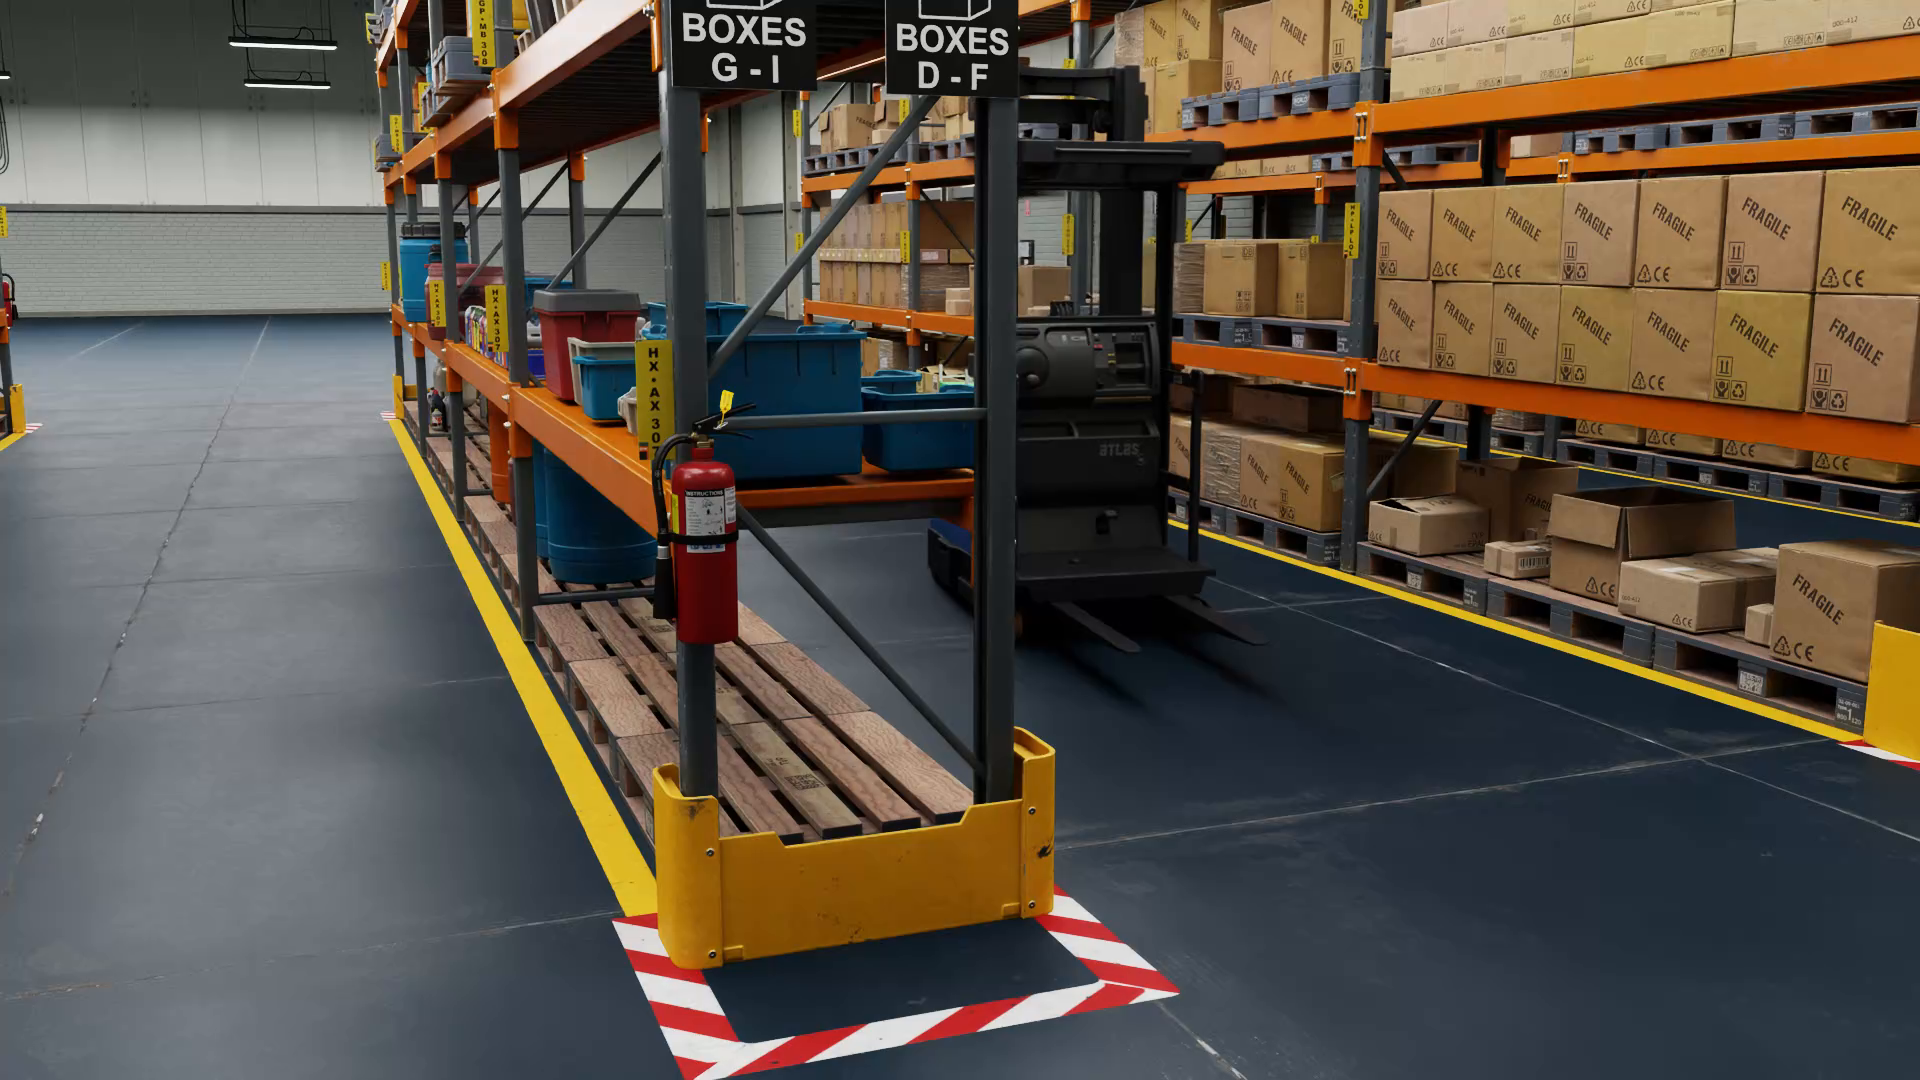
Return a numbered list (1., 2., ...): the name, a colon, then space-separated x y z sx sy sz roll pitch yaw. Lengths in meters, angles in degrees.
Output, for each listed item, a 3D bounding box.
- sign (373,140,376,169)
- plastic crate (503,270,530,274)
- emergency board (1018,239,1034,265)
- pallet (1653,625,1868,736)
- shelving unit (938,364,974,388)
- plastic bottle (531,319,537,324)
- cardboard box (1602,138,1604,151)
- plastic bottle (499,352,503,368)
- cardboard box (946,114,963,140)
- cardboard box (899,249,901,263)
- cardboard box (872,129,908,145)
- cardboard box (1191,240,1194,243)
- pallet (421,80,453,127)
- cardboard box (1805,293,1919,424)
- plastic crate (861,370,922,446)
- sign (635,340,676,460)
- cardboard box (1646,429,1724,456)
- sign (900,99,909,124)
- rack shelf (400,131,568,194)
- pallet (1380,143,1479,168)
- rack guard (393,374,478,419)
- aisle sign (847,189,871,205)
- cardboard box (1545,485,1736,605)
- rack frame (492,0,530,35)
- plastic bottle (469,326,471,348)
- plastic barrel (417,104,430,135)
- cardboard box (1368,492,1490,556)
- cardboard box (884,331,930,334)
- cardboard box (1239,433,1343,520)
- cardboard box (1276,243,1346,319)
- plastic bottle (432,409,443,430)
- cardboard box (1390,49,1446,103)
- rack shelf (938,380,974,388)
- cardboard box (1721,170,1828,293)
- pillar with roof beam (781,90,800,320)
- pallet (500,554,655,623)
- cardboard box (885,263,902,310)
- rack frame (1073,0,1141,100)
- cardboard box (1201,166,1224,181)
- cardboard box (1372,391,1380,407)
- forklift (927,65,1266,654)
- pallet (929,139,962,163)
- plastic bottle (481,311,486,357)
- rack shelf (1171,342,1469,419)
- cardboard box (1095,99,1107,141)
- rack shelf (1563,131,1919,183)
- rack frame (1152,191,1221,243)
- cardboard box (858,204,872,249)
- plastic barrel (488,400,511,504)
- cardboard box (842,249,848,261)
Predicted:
1. sign: -6.635 -4.397 18.981 0.100 0.325 0.005 -4 11 -21
2. plastic crate: -4.211 -2.269 15.425 0.402 0.464 0.583 -4 11 -21
3. emergency board: 1.139 -4.904 30.425 0.194 1.169 0.643 -4 11 -21
4. pallet: 3.978 0.579 7.564 1.003 0.211 1.213 -4 11 -21
5. shelving unit: 0.060 -0.564 11.163 0.258 1.200 0.503 -4 11 -21
6. plastic bottle: -2.471 -1.146 9.666 0.097 0.271 0.097 0 10 0
7. cardboard box: 5.965 -3.940 16.100 0.500 0.500 0.500 -4 11 -21
8. plastic bottle: -2.580 -1.137 9.604 0.152 0.276 0.135 -4 11 -21
9. cardboard box: 0.161 -4.119 16.675 0.500 0.250 0.500 -3 10 -15
10. cardboard box: -0.439 -3.050 17.865 0.380 0.149 0.250 -4 11 -22
11. cardboard box: -0.745 -4.419 18.250 0.380 0.149 0.250 -4 11 -21
12. cardboard box: 3.176 -3.705 21.915 0.500 0.500 0.500 -4 11 -21
13. pallet: -3.036 -2.896 11.113 1.003 0.211 1.213 -4 11 -21
14. cardboard box: 3.879 -0.757 6.824 0.500 0.500 0.500 -4 11 -19
15. plastic crate: -0.344 -0.454 5.712 0.416 0.233 0.300 -4 11 -21
16. sign: -0.830 -0.381 4.529 0.100 0.325 0.005 -4 11 -21
17. cardboard box: 6.468 -1.149 14.254 0.750 0.750 0.750 -4 11 -21
18. sign: -0.570 -4.345 17.016 0.100 0.325 0.005 -4 11 -21
19. rack shelf: -3.947 -3.093 13.731 1.077 0.370 4.000 -4 11 -21
20. pallet: 5.066 -4.033 17.499 1.213 0.211 1.003 -4 11 -21
21. rack guard: -6.049 -1.709 19.603 1.175 0.500 0.348 -4 11 -21
22. aisle sign: -1.253 -4.573 21.138 0.394 0.787 0.004 -4 11 -21
23. cardboard box: 3.531 0.014 8.647 0.797 0.503 0.637 -4 11 -21
24. rack frame: -1.772 -3.944 7.900 1.000 3.000 0.127 -4 11 -21
25. plastic bottle: -3.314 -1.418 11.395 0.097 0.201 0.097 0 10 0
26. plastic barrel: -5.589 -4.548 18.120 0.600 0.588 0.600 0 10 0
27. cardboard box: 2.796 -0.115 9.924 0.500 0.311 0.500 -4 11 -21
28. cardboard box: -0.655 -2.255 20.041 0.500 0.500 0.500 -4 11 -21
29. cardboard box: 2.229 -0.434 11.177 0.500 0.500 0.500 -4 11 -21
30. cardboard box: 2.574 -1.760 11.266 0.700 0.500 0.500 -2 10 -12
31. plastic bottle: -5.093 -1.175 16.195 0.097 0.201 0.097 0 10 0
32. cardboard box: 2.791 -2.612 9.405 0.500 0.250 0.500 -4 11 -21
33. rack shelf: 0.060 -0.973 11.090 0.258 0.148 0.480 -4 11 -21
34. cardboard box: 3.694 -1.331 7.196 0.500 0.500 0.500 -4 11 -19
35. pillar with roof beam: -8.537 -10.117 42.599 9.100 9.000 0.548 -4 11 -21
36. pallet: -2.013 0.253 9.392 1.003 0.211 1.213 -4 11 -21
37. cardboard box: -0.417 -2.817 18.408 0.700 0.500 0.500 -4 11 -21
38. rack frame: 1.396 -4.911 13.334 1.000 3.000 0.127 -4 11 -21
39. cardboard box: 3.354 -4.869 21.322 0.500 0.500 0.500 -3 11 -18
40. cardboard box: 4.845 -1.792 18.812 0.700 0.500 0.500 -4 11 -19
41. forklift: 0.676 -0.998 8.664 1.130 2.935 3.031 -3 10 -15
42. pallet: 0.278 -3.850 16.479 0.805 0.209 1.217 -4 11 -23
43. plastic bottle: -2.990 -1.304 10.517 0.061 0.283 0.133 -4 11 -21
44. rack shelf: 2.121 -1.277 12.087 1.077 0.370 4.000 -4 11 -21
45. cardboard box: 1.586 -3.414 13.200 0.910 0.500 0.500 -4 11 -21
46. rack shelf: 6.737 -3.069 13.595 1.077 0.370 4.000 -4 11 -21
47. rack frame: 3.113 -3.578 22.971 1.000 3.000 0.127 -4 11 -21
48. cardboard box: -0.766 -3.616 19.194 0.700 0.500 0.500 -4 11 -21
49. plastic barrel: -3.029 -0.703 11.806 0.600 0.830 0.708 -4 11 -21
50. cardboard box: -1.186 -3.386 19.751 0.380 0.149 0.250 -4 11 -23
